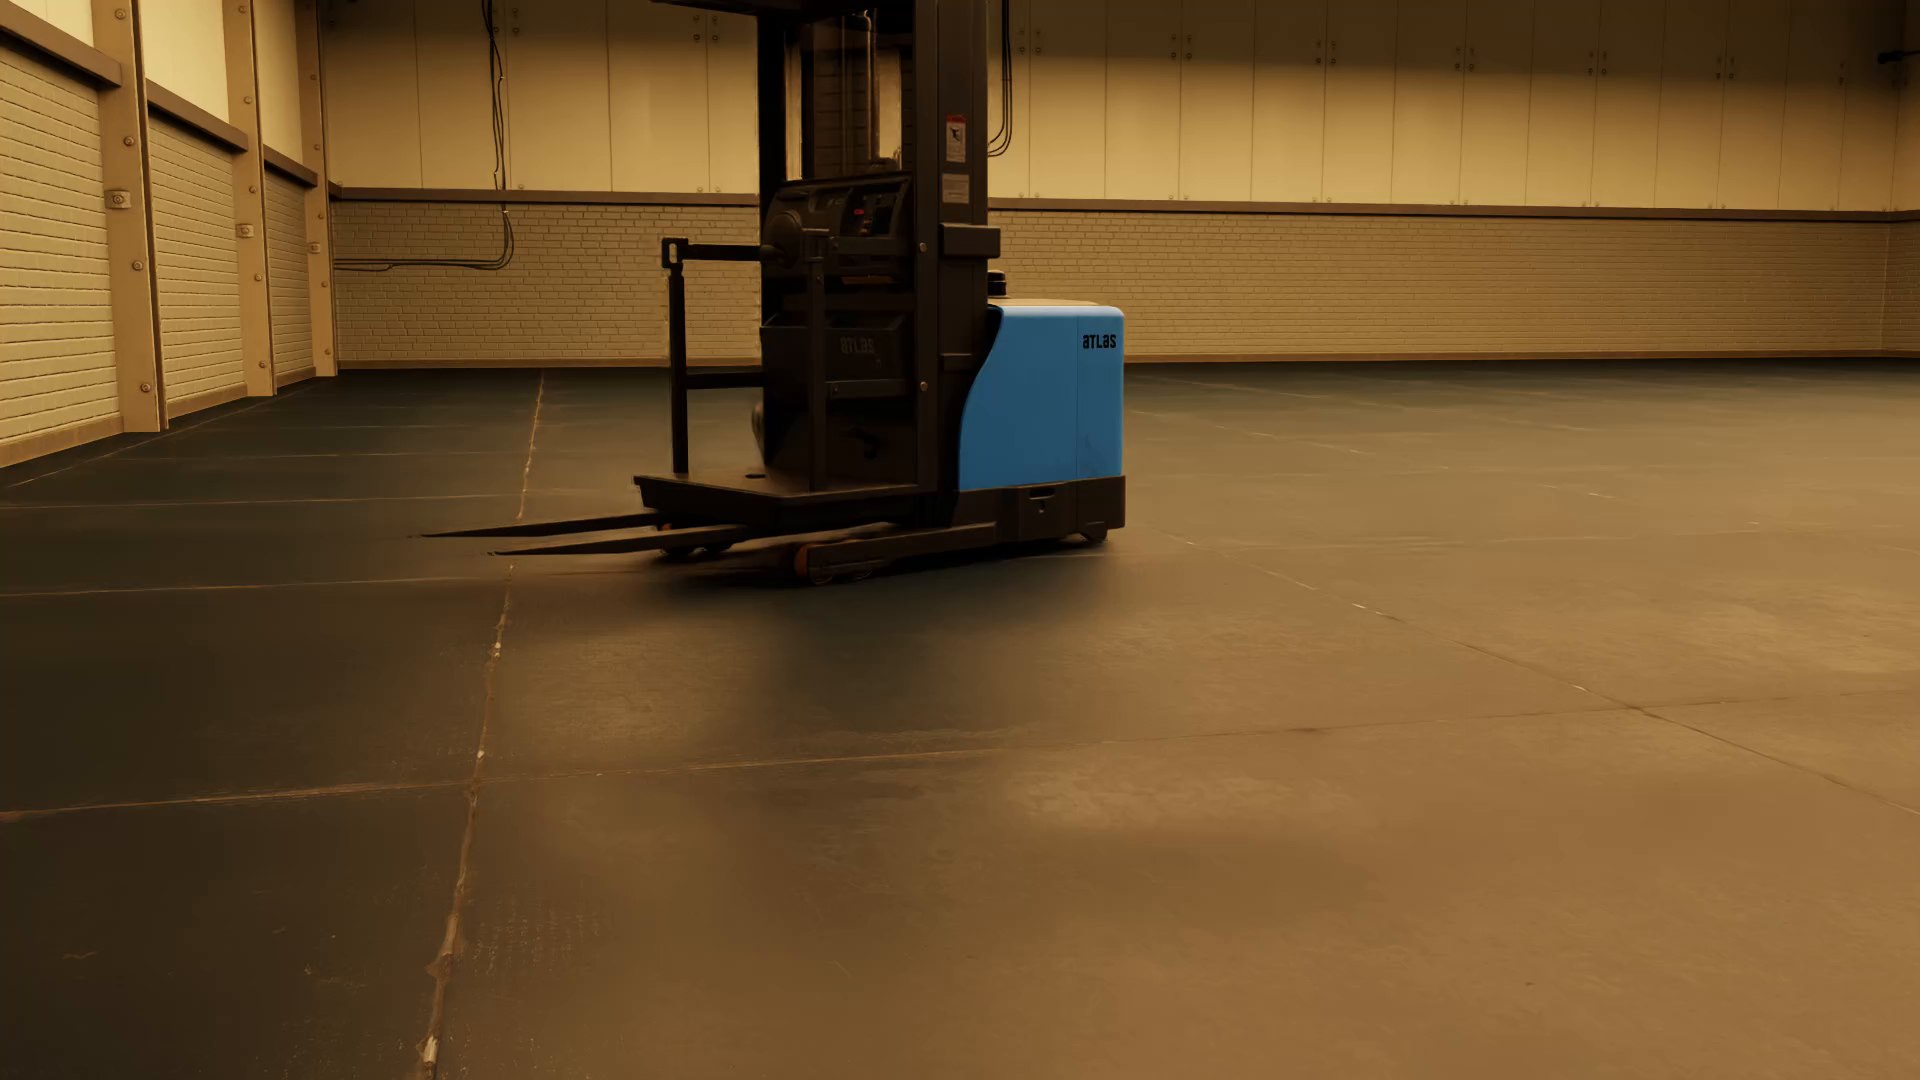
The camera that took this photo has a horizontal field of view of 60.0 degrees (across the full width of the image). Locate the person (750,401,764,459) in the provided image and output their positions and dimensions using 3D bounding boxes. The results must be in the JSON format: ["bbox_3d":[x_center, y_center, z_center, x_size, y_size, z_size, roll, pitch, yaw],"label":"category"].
[{"bbox_3d":[-0.672,-0.740,8.026,0.953,1.378,0.823,2,8,15],"label":"person"}]

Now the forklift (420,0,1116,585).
[{"bbox_3d":[-0.684,-1.359,6.841,3.031,2.935,1.121,-7,11,-41],"label":"forklift"}]
